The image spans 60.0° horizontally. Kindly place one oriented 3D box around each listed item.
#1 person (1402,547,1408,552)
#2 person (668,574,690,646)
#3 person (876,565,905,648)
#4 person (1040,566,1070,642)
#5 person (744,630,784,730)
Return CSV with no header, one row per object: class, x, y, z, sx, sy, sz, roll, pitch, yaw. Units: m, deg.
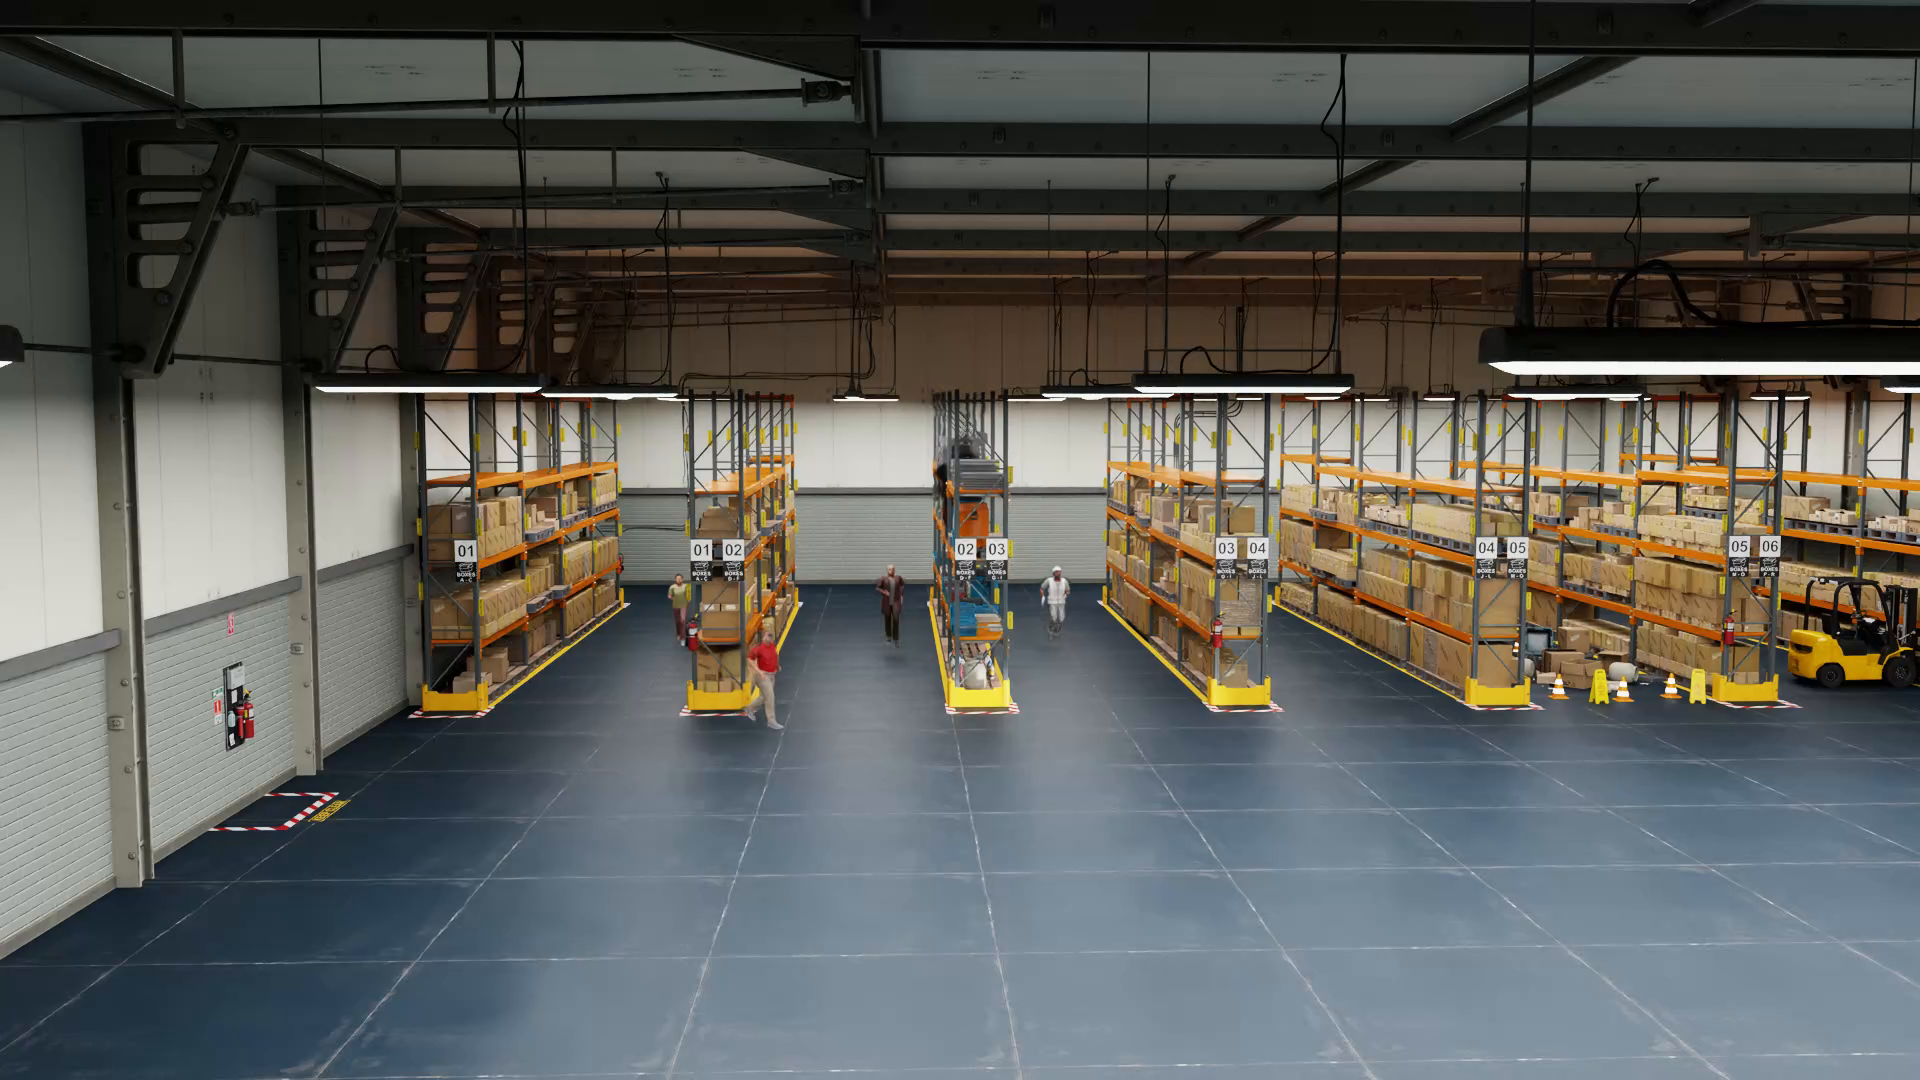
person,13.249,0.951,49.139,0.555,1.554,0.522,-1,5,-14
person,-6.709,1.640,39.762,0.529,1.696,0.887,0,5,-3
person,-1.580,1.502,37.828,0.689,1.884,0.815,-1,5,-7
person,2.253,1.497,38.642,0.681,1.764,0.622,-1,5,-14
person,-3.459,2.450,29.458,0.853,1.732,0.657,2,5,28
